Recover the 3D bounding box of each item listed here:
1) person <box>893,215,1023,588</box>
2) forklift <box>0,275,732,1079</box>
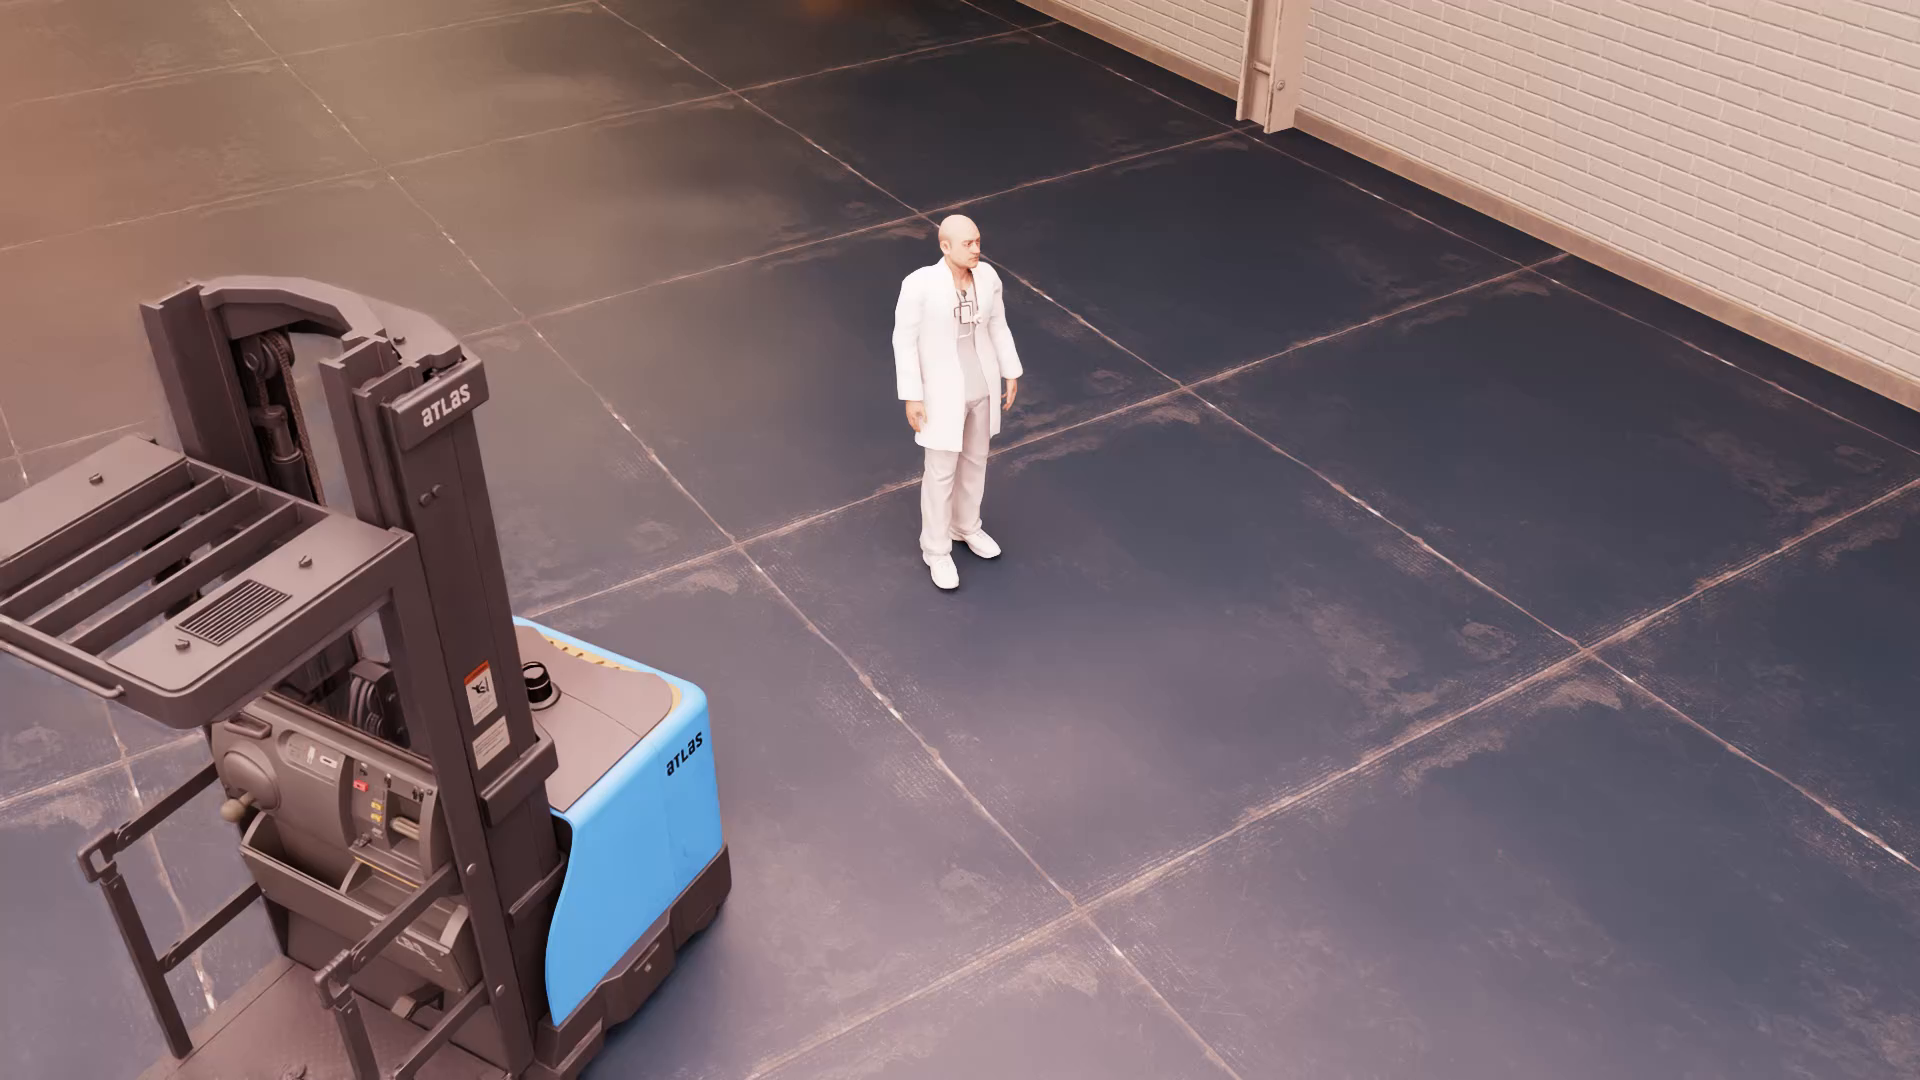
[{"bbox_3d":[0.047,-0.688,8.117,0.698,1.777,0.578,-21,40,-27],"label":"person"},{"bbox_3d":[-2.061,0.827,4.970,1.130,2.935,3.031,18,39,23],"label":"forklift"}]
